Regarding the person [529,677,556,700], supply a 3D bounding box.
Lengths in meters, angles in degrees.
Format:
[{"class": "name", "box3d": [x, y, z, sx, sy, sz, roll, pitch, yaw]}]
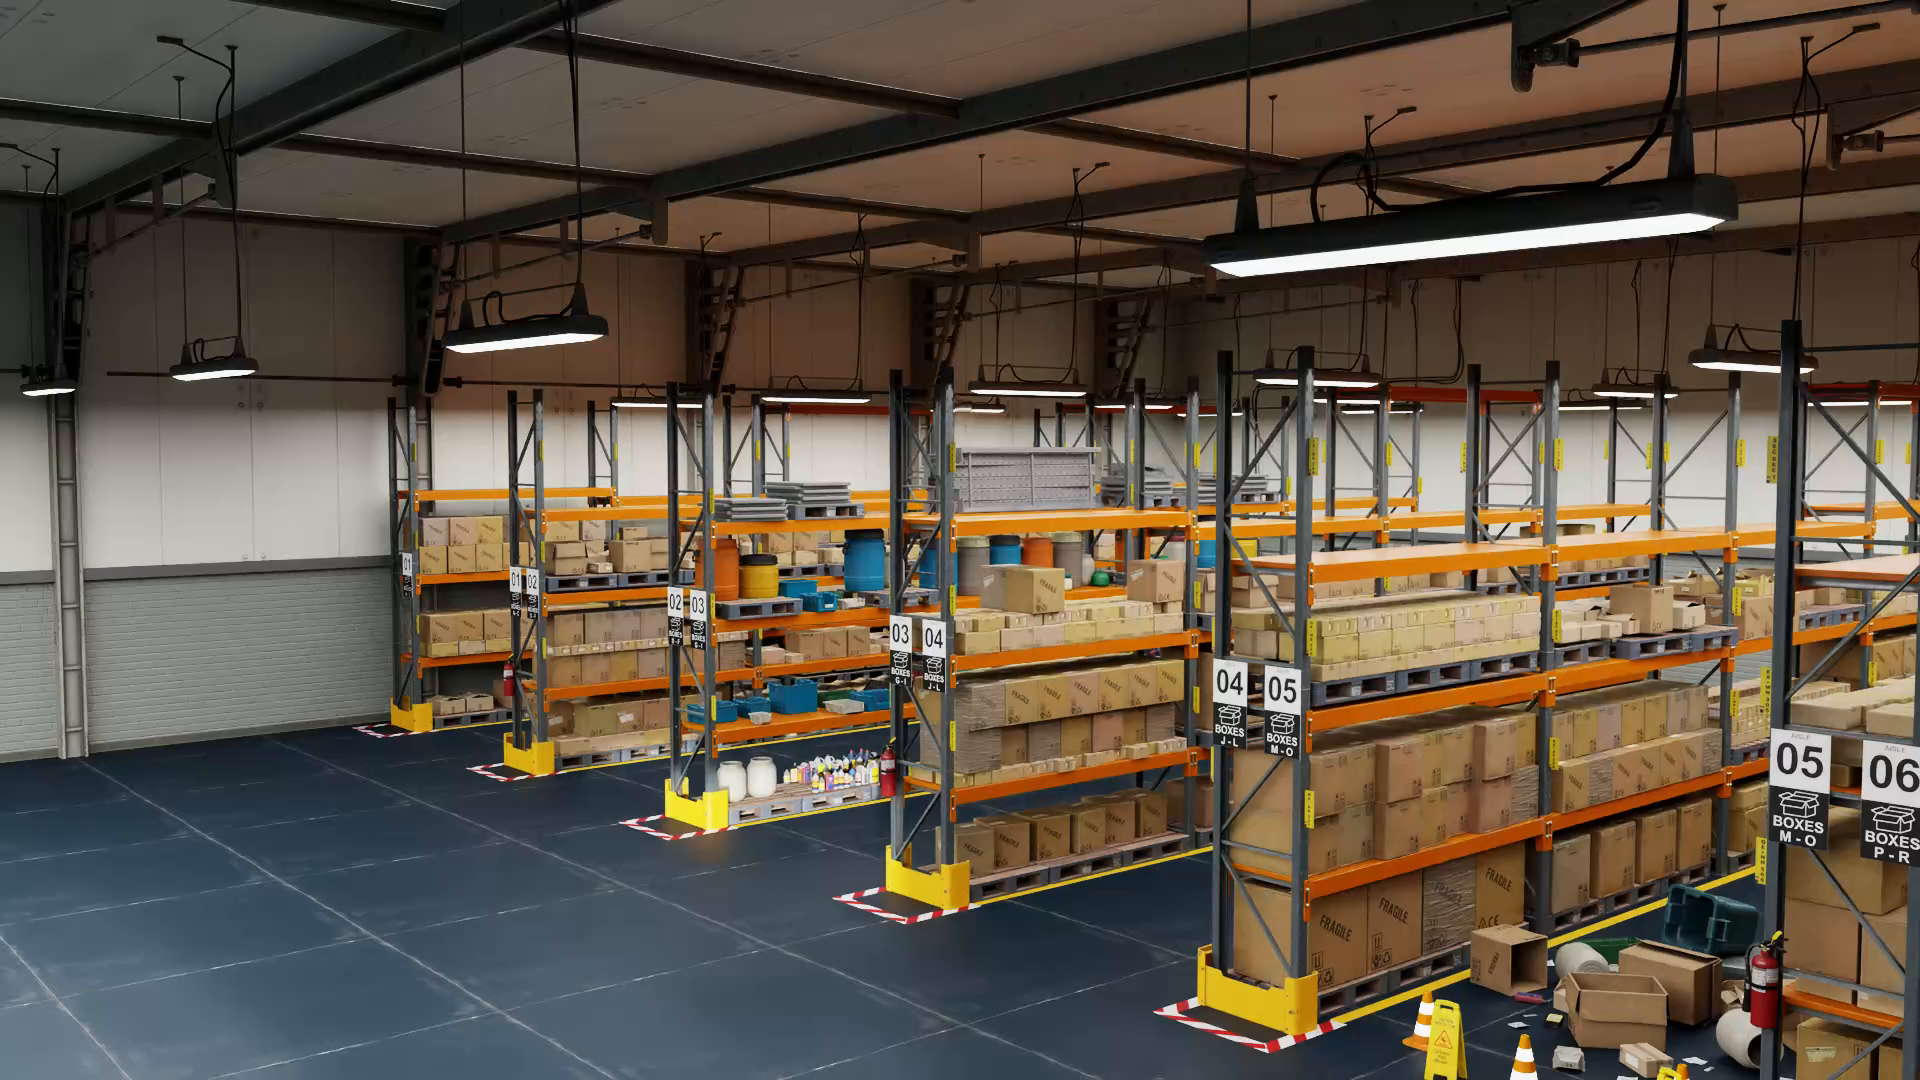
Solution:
[{"class": "person", "box3d": [-6.992, 2.671, 28.306, 0.742, 1.718, 0.575, -3, 4, -42]}]

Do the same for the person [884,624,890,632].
[{"class": "person", "box3d": [-1.232, 2.139, 34.249, 0.801, 1.655, 0.545, -3, 4, -42]}]
